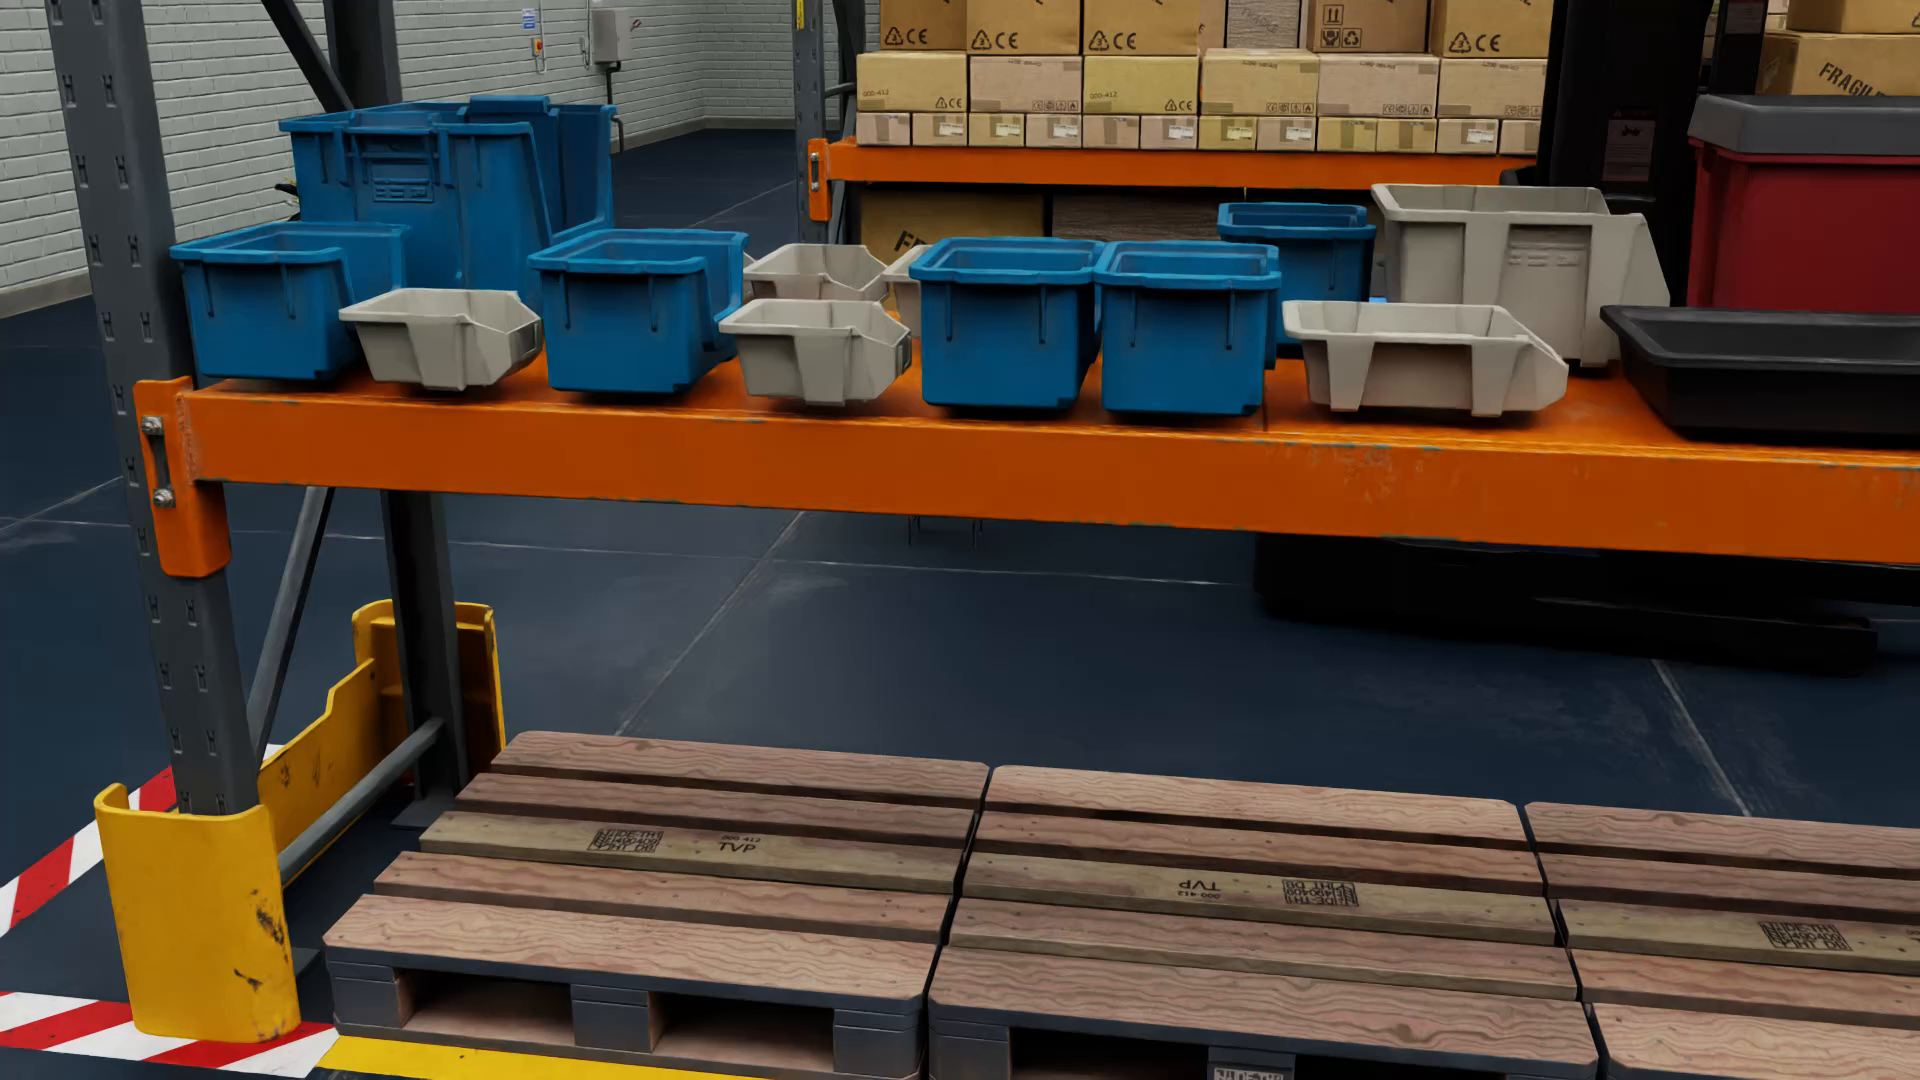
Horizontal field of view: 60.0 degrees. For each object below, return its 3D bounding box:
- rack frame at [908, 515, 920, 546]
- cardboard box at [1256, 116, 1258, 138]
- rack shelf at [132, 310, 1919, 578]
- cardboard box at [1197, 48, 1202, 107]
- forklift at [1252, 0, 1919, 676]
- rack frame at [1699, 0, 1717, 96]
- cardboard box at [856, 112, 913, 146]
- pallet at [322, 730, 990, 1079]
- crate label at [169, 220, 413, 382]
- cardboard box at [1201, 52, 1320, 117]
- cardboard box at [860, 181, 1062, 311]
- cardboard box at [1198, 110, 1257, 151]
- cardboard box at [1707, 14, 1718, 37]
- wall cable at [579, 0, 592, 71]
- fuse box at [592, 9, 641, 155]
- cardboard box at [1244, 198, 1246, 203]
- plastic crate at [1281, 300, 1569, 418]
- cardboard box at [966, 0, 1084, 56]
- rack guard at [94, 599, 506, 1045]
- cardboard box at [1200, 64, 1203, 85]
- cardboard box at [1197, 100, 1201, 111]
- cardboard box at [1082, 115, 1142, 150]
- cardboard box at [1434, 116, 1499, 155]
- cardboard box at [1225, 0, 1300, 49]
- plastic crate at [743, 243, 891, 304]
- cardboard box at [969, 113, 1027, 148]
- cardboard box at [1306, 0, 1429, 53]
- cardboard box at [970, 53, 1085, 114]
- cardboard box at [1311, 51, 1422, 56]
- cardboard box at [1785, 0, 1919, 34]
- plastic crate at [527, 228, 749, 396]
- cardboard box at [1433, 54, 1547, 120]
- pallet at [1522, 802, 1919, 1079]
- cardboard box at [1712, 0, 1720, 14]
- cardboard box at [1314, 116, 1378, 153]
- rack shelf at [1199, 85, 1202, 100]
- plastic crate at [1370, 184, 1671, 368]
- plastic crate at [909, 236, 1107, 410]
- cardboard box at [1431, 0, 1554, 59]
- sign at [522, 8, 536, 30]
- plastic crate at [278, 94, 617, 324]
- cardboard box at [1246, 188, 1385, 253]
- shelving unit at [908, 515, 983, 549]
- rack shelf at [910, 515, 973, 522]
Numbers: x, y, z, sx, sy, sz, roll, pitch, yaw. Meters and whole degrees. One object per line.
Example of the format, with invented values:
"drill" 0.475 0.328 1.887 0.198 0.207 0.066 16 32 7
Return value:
"rack frame" -0.173 -0.507 6.163 0.008 1.050 0.200 3 19 9
"cardboard box" 1.554 -2.039 8.066 0.250 0.149 0.380 2 19 7
"rack shelf" 0.572 -0.169 3.215 4.000 0.370 1.077 3 19 9
"cardboard box" 0.907 -2.240 8.038 0.500 0.250 0.500 2 19 7
"forklift" 2.559 -1.164 5.164 3.031 2.935 1.130 5 19 15
"rack frame" 3.332 -1.961 7.437 0.127 3.000 1.000 3 19 9
"cardboard box" -0.319 -1.922 7.716 0.250 0.149 0.380 3 19 9
"pallet" -0.594 0.765 3.683 1.213 0.211 1.003 3 19 9
"crate label" -1.211 -0.444 3.073 0.303 0.233 0.416 3 19 9
"cardboard box" 1.340 -2.049 7.466 0.500 0.250 0.500 3 19 8
"cardboard box" 0.028 -1.347 8.288 0.875 0.875 0.875 3 19 9
"cardboard box" 1.200 -1.845 7.486 0.250 0.149 0.380 2 19 7
"cardboard box" 5.046 -3.542 11.427 0.250 0.149 0.380 3 19 10
"wall cable" -4.403 -6.470 19.312 0.122 1.984 0.588 3 19 9
"fuse box" -4.139 -5.583 20.293 0.414 1.711 0.539 3 19 9
"cardboard box" 2.051 -2.546 12.546 0.250 0.149 0.380 4 19 11
"plastic crate" 0.780 -0.306 2.812 0.466 0.136 0.293 3 19 9
"cardboard box" 0.308 -2.454 7.496 0.500 0.500 0.500 2 19 7
"rack guard" -1.428 0.577 3.789 0.348 0.500 1.175 3 19 9
"cardboard box" 1.833 -3.430 12.224 0.250 0.149 0.380 3 19 8
"cardboard box" 1.052 -2.065 8.143 0.250 0.149 0.380 3 19 9
"cardboard box" 0.696 -1.871 7.563 0.250 0.149 0.380 3 19 8
"cardboard box" 2.218 -1.794 7.332 0.250 0.149 0.380 3 19 10
"cardboard box" 2.187 -3.719 12.065 0.500 0.500 0.500 2 19 7
"plastic crate" -0.285 -0.511 3.423 0.243 0.136 0.396 3 19 9
"cardboard box" 0.188 -1.897 7.641 0.250 0.149 0.380 2 19 7
"cardboard box" 1.901 -2.543 7.761 0.500 0.500 0.500 2 19 7
"cardboard box" 0.328 -2.100 7.618 0.500 0.250 0.500 3 19 8
"cardboard box" 1.907 -2.188 7.882 0.500 0.250 0.500 3 19 10
"cardboard box" 3.964 -2.455 7.174 0.637 0.503 0.797 2 19 7
"plastic crate" -0.561 -0.411 2.974 0.300 0.233 0.416 3 19 9
"cardboard box" 2.344 -1.996 7.310 0.500 0.250 0.500 3 19 10
"pallet" 1.815 0.888 3.316 1.213 0.211 1.003 3 19 9
"cardboard box" 5.064 -3.682 11.378 0.250 0.149 0.380 3 19 9
"cardboard box" 1.711 -1.819 7.409 0.250 0.149 0.380 3 19 8
"rack shelf" 2.244 -3.269 12.481 4.000 0.370 1.077 3 19 9
"plastic crate" 1.068 -0.516 3.211 0.530 0.282 0.437 3 19 9
"plastic crate" 0.089 -0.378 2.875 0.300 0.233 0.416 3 19 9
"cardboard box" 2.342 -2.353 7.193 0.500 0.500 0.500 3 19 9
"sign" -4.684 -5.660 18.065 0.001 0.218 0.327 3 19 9
"plastic crate" -1.042 -0.698 3.511 0.499 0.435 0.616 3 19 9
"cardboard box" 1.805 -1.256 8.017 0.875 0.875 0.875 3 19 9
"shelving unit" -0.053 -0.501 6.145 0.252 1.050 0.215 3 19 9
"rack shelf" -0.053 -0.227 6.236 0.240 0.259 0.215 3 19 9
